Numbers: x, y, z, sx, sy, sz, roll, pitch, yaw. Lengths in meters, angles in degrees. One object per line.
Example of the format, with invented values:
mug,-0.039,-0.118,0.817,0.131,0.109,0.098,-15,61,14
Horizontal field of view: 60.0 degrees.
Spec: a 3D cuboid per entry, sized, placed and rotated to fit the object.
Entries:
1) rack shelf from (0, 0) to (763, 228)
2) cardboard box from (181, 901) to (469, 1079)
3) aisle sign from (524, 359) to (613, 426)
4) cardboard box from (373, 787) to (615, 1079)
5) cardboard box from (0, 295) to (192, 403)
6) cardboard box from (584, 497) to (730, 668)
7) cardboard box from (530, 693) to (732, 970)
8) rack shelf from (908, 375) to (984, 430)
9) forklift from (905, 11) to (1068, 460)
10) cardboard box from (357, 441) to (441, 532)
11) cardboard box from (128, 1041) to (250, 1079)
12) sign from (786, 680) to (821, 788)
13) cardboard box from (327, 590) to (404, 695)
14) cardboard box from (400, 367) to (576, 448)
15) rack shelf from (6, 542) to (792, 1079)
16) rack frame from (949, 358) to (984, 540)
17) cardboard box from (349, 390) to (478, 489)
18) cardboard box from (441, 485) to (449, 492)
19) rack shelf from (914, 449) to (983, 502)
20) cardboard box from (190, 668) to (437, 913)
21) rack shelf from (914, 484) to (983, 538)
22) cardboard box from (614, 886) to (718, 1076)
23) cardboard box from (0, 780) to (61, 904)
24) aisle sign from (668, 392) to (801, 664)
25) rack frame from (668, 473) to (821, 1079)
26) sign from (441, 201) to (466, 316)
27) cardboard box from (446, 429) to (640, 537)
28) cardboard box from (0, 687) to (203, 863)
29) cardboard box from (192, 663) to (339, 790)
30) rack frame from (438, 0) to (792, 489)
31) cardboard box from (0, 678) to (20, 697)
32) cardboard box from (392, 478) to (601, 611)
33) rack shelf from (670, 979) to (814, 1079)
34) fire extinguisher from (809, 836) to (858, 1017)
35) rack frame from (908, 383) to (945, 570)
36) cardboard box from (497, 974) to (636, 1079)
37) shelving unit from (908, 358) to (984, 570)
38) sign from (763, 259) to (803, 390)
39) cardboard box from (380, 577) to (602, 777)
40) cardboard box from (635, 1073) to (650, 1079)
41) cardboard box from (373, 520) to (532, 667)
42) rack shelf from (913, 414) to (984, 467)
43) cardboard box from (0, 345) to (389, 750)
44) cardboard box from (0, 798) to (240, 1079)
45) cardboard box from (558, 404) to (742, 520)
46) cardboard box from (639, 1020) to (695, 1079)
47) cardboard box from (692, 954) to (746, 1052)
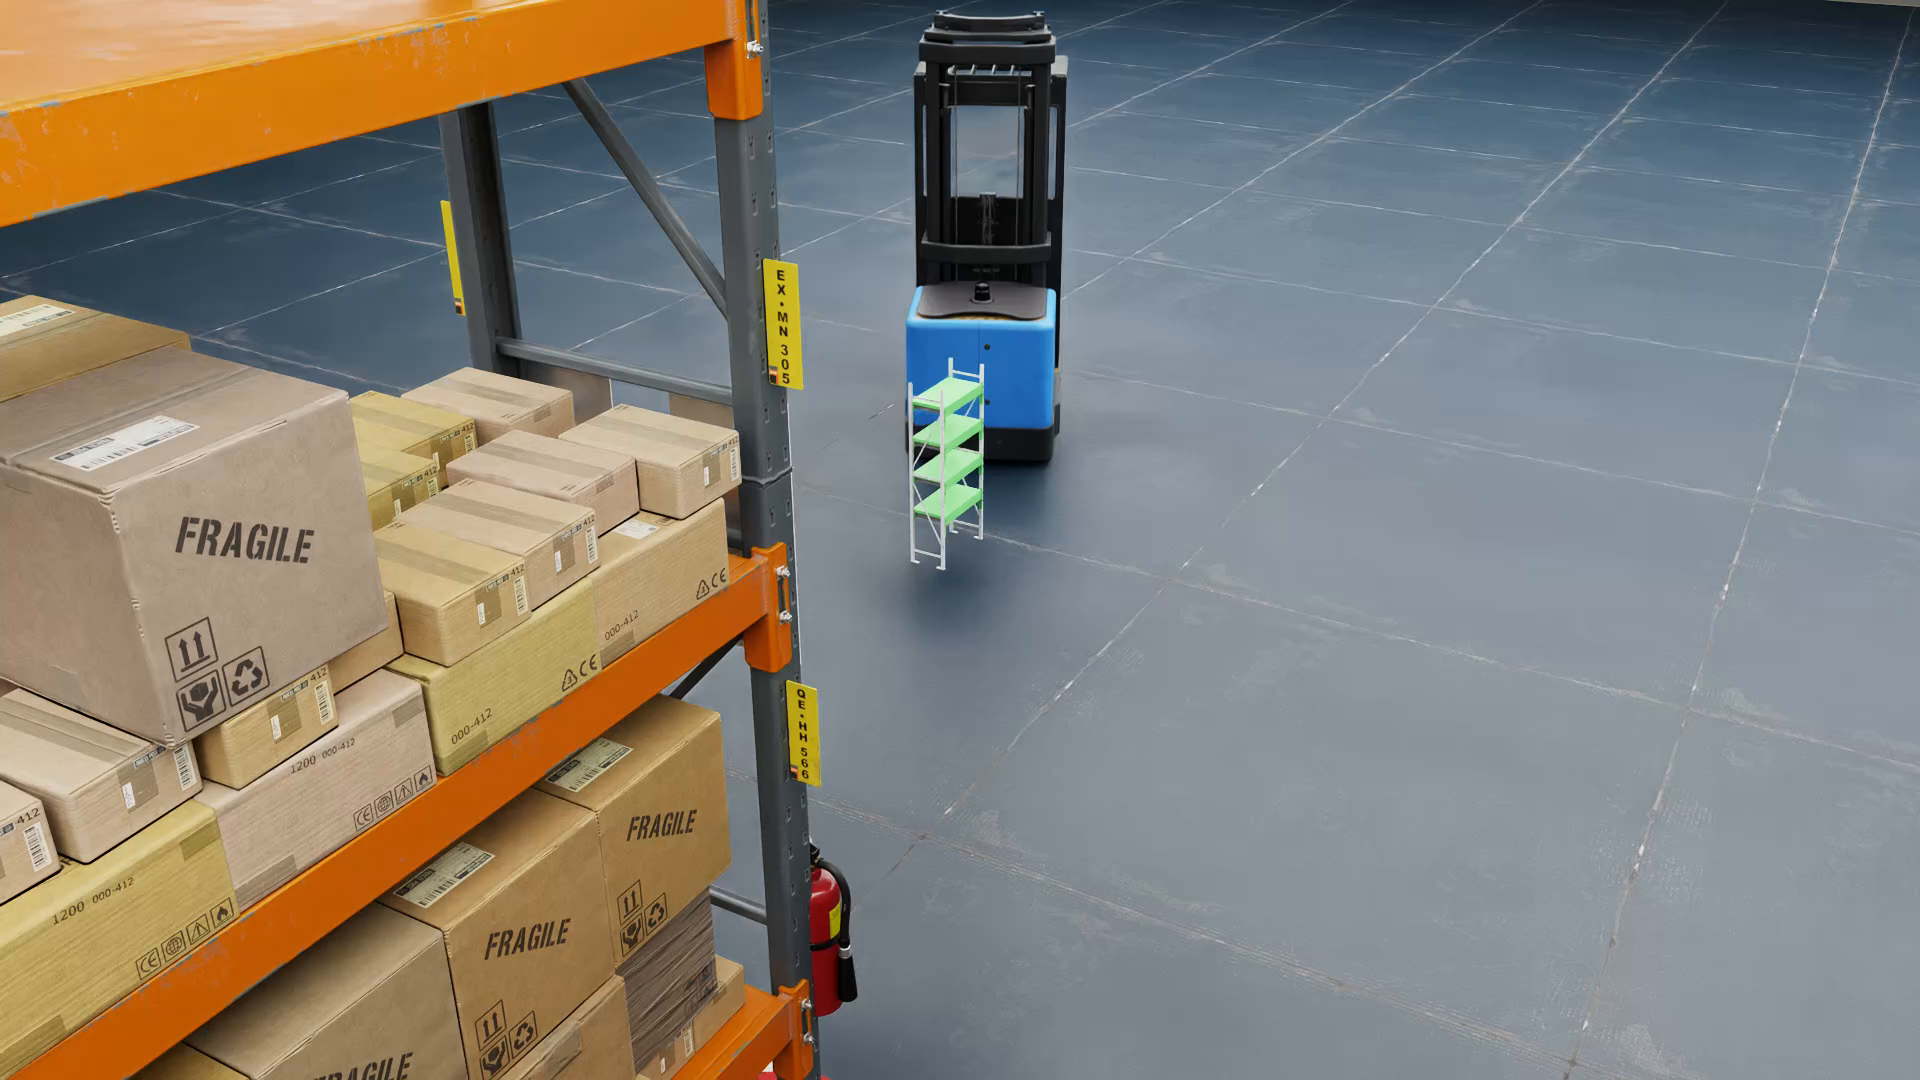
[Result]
rack shelf,-1.895,-0.505,2.514,1.077,0.370,4.000,14,30,26
cardboard box,-1.456,1.109,3.623,0.500,0.500,0.500,14,30,26
aisle sign,-1.142,-0.178,4.851,0.394,0.787,0.004,14,30,26
cardboard box,-1.208,0.915,4.011,0.500,0.500,0.500,14,30,26
cardboard box,-1.877,-0.149,3.343,0.500,0.500,0.500,14,30,26
cardboard box,-0.927,0.044,4.127,0.500,0.250,0.500,15,30,27
cardboard box,-0.967,0.719,4.403,0.500,0.500,0.500,14,30,26
rack shelf,-0.081,-0.844,10.166,0.258,0.148,0.480,14,30,26
forklift,0.232,-2.495,12.459,1.130,2.935,3.031,2,27,4
cardboard box,-1.477,-0.116,4.002,0.380,0.149,0.250,14,30,25
cardboard box,-1.709,1.302,3.237,0.500,0.500,0.500,14,30,26
sign,-0.438,0.546,4.663,0.100,0.325,0.005,14,30,26
cardboard box,-1.378,0.177,3.416,0.380,0.149,0.250,15,30,27
cardboard box,-1.248,-0.322,4.413,0.380,0.149,0.250,14,30,26
rack shelf,-1.895,0.834,3.185,1.077,0.370,4.000,14,30,26
rack frame,0.039,-0.567,10.543,0.240,1.200,0.015,14,30,26
cardboard box,-1.460,-0.242,4.253,0.380,0.149,0.250,15,30,27
cardboard box,-1.373,-0.069,4.353,0.500,0.250,0.500,15,30,28
rack shelf,-0.081,-0.415,10.381,0.258,0.148,0.480,14,30,26
cardboard box,-1.430,0.437,3.342,0.500,0.250,0.500,15,30,27
rack shelf,-0.081,-0.200,10.489,0.258,0.148,0.480,14,30,26
cardboard box,-1.206,1.105,4.747,0.875,0.500,0.500,14,30,26
cardboard box,-1.745,0.498,2.776,0.380,0.149,0.250,15,30,27
aisle sign,-0.619,-0.046,4.587,0.394,0.787,0.004,14,30,26
rack frame,-0.911,1.075,5.252,1.000,3.000,0.127,14,30,26
sign,-1.384,-0.777,4.624,0.100,0.325,0.005,14,30,26
cardboard box,-1.006,-0.125,4.021,0.380,0.149,0.250,13,29,24
cardboard box,-1.598,0.401,2.969,0.380,0.149,0.250,13,29,24
cardboard box,-1.422,0.304,3.162,0.380,0.149,0.250,13,29,24
rack frame,-0.911,-1.608,3.909,1.000,3.000,0.127,14,30,26
cardboard box,-2.000,0.285,3.200,0.380,0.149,0.250,14,30,26
cardboard box,-1.045,0.005,3.760,0.380,0.149,0.250,13,29,24
rack shelf,-1.895,2.176,3.856,1.077,0.370,4.000,14,30,26
fire extinguisher,-0.454,1.166,5.156,0.296,0.674,0.183,14,30,26
rack frame,-0.201,-0.377,10.163,0.240,1.200,0.015,14,30,26
cardboard box,-1.347,1.326,4.305,0.875,0.500,0.500,14,30,26
shelving unit,-0.081,-0.472,10.353,0.258,1.200,0.503,14,30,26
sign,-0.438,-0.533,4.123,0.100,0.325,0.005,14,30,26
cardboard box,-1.170,0.239,3.737,0.500,0.250,0.500,14,30,26
cardboard box,-1.073,1.550,4.584,0.380,0.149,0.250,14,30,26
cardboard box,-1.148,0.108,3.554,0.380,0.149,0.250,14,30,26
rack shelf,-0.081,-0.629,10.274,0.258,0.148,0.480,14,30,26
cardboard box,-1.453,-0.008,3.062,0.500,0.500,0.500,14,30,26
cardboard box,-1.673,0.634,2.948,0.500,0.250,0.500,14,30,25
cardboard box,-0.776,-0.201,4.172,0.380,0.149,0.250,14,30,26
cardboard box,-0.995,1.441,4.802,0.380,0.149,0.250,14,30,26
cardboard box,-0.872,1.343,4.996,0.380,0.149,0.250,14,30,26
